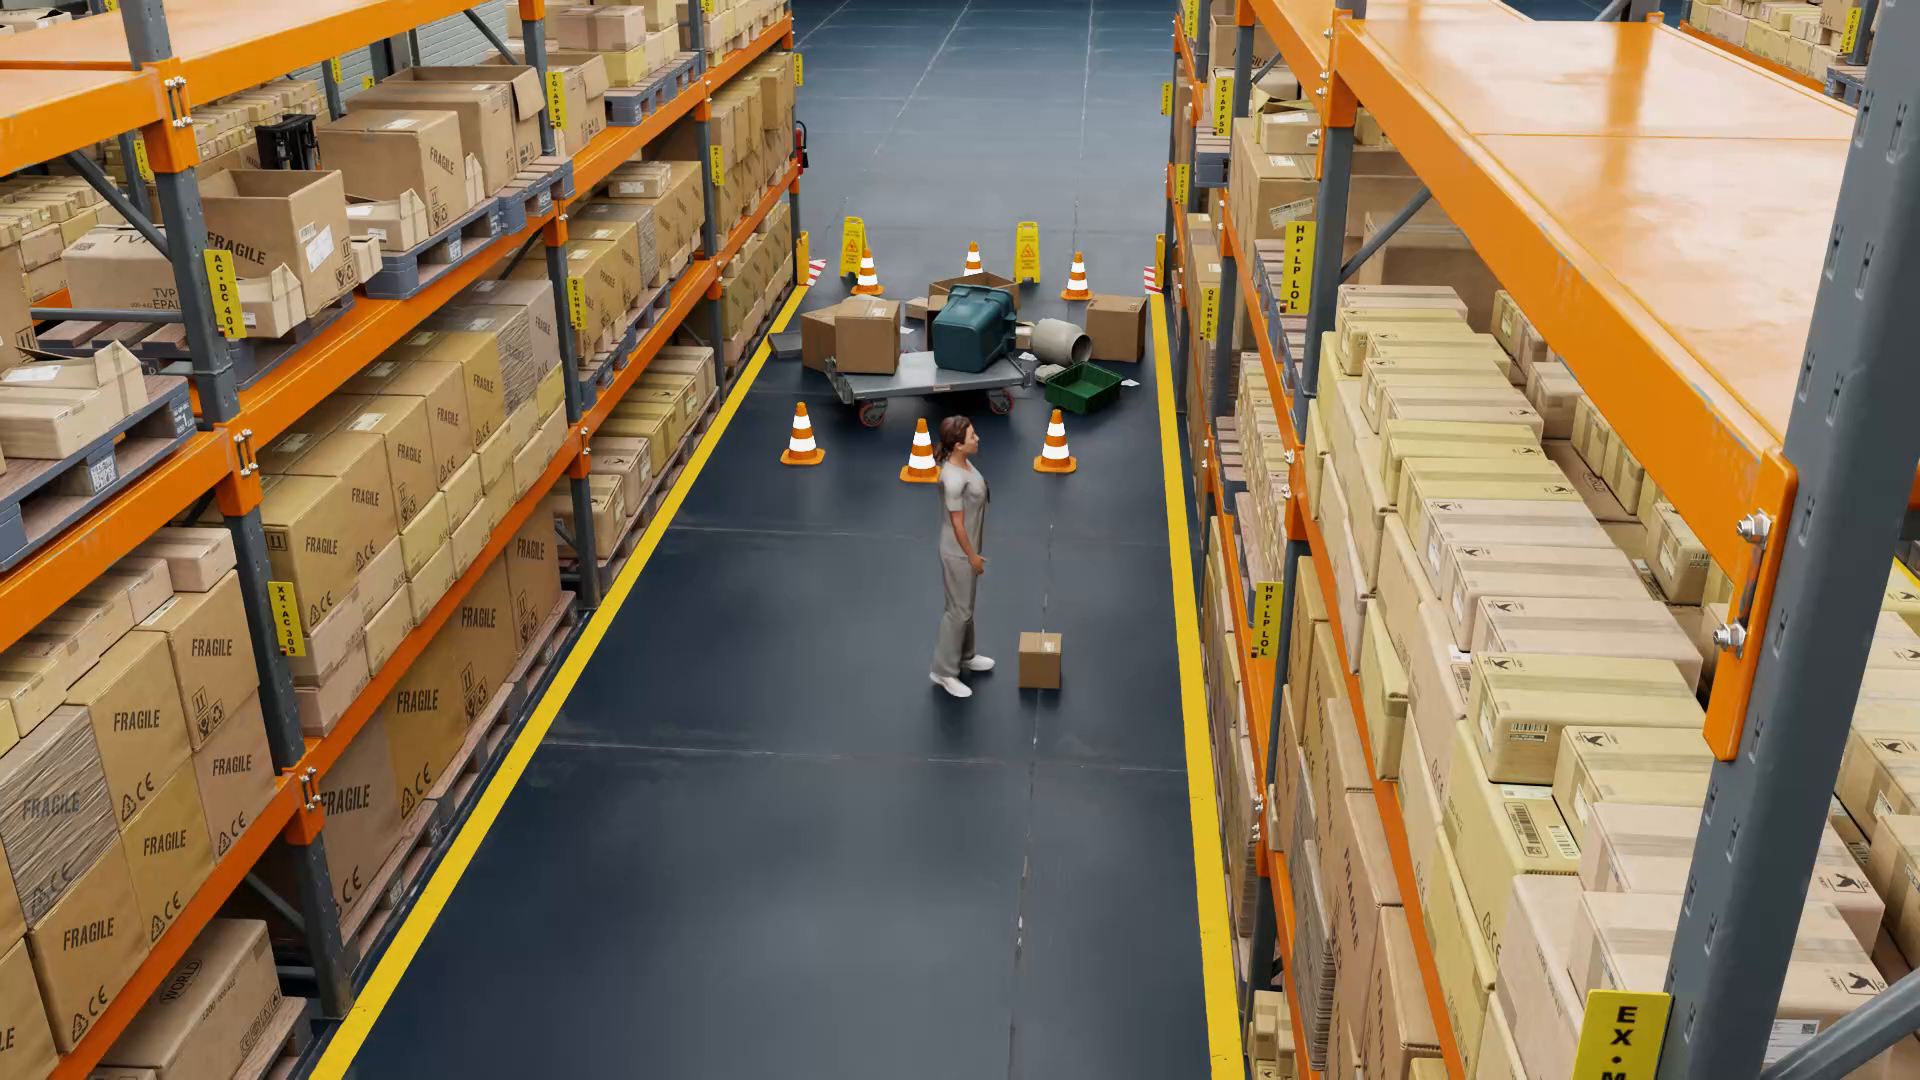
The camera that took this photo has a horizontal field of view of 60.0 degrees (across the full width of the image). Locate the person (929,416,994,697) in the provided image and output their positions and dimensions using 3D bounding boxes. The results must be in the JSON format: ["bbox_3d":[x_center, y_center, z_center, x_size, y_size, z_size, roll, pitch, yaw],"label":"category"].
[{"bbox_3d":[0.013,0.077,9.827,0.382,1.695,0.500,2,25,4],"label":"person"}]
